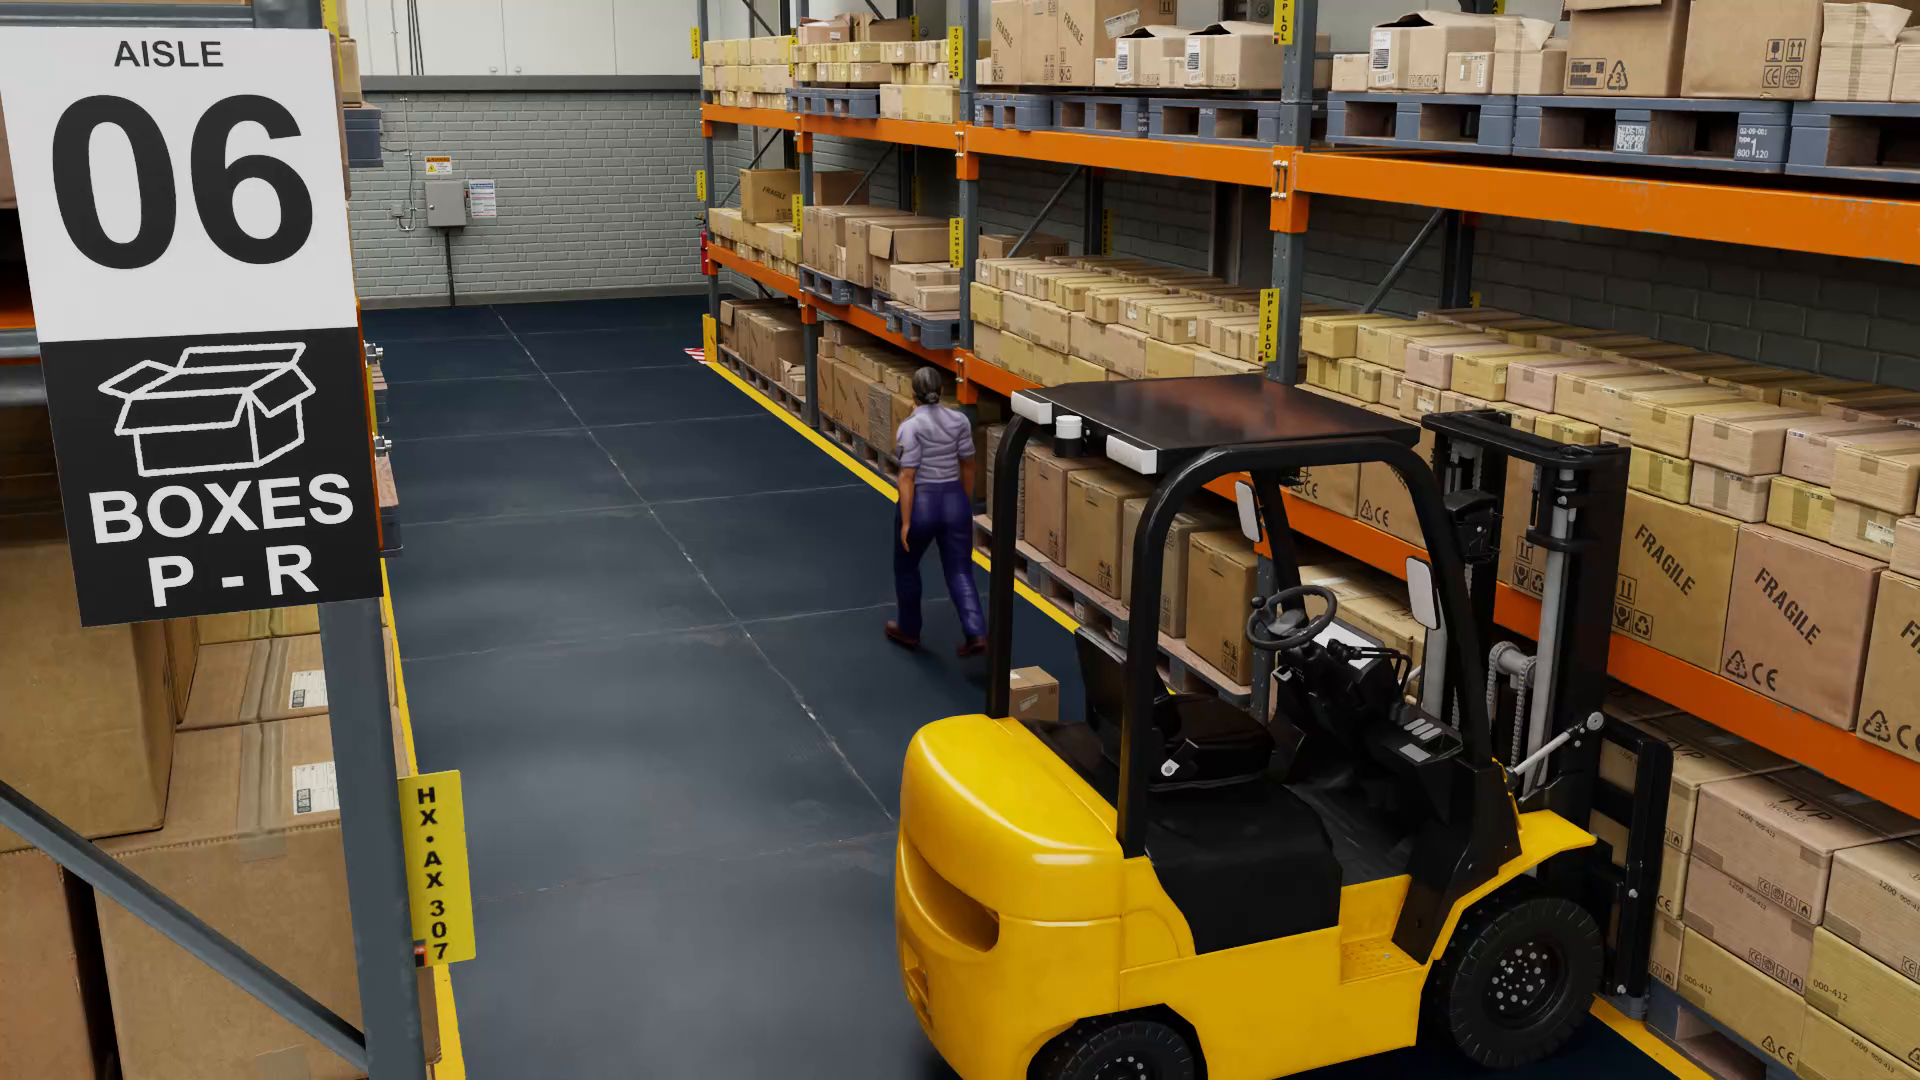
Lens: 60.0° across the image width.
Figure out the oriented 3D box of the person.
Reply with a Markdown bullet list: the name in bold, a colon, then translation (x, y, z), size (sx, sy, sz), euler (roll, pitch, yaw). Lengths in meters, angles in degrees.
- **person**: translation (-0.111, -0.135, 9.059), size (0.489, 1.589, 0.957), euler (-7, 17, -24)
